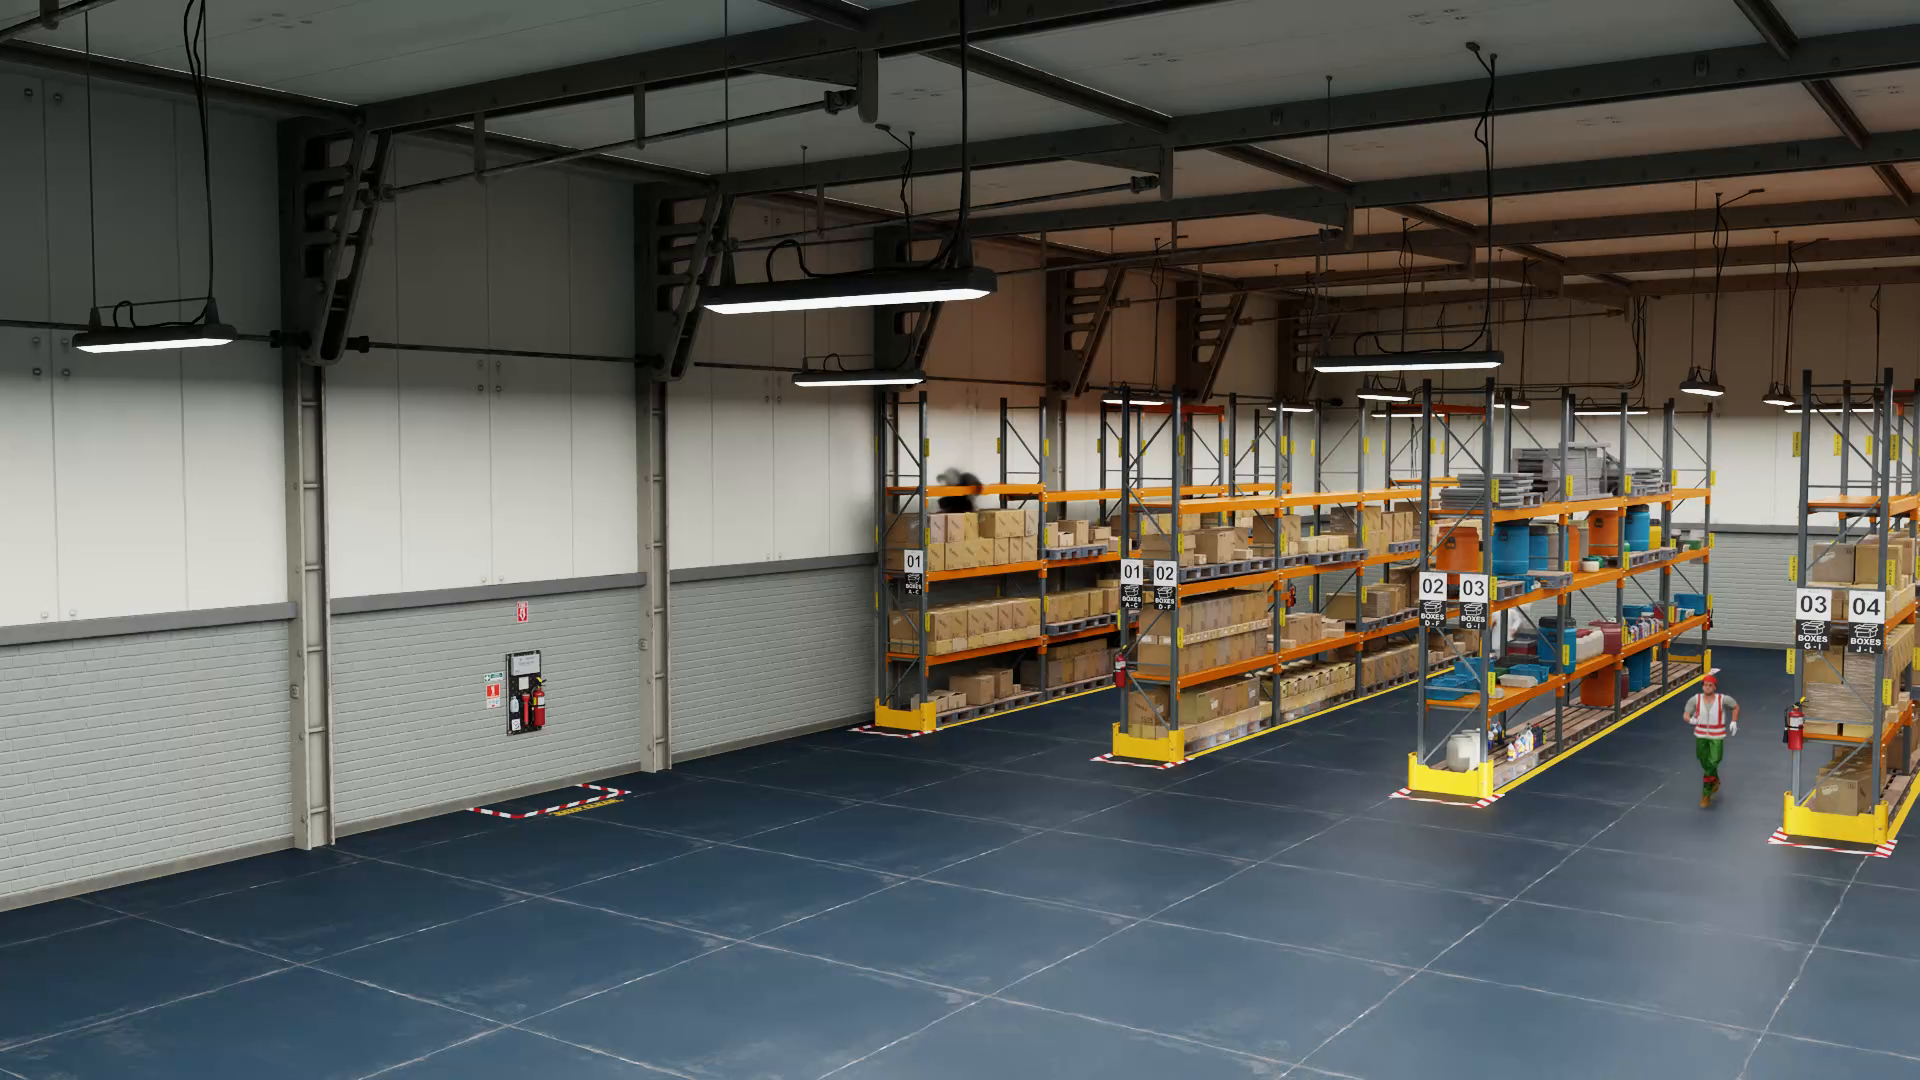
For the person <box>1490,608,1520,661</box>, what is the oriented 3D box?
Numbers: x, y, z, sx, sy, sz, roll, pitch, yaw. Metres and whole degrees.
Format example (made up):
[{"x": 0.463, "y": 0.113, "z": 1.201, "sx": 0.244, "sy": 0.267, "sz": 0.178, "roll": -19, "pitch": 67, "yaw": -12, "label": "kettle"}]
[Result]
[{"x": 11.650, "y": 2.178, "z": 35.752, "sx": 0.685, "sy": 1.740, "sz": 0.777, "roll": 2, "pitch": 4, "yaw": 26, "label": "person"}]

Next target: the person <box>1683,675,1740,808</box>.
[{"x": 10.586, "y": 2.821, "z": 23.468, "sx": 0.689, "sy": 1.849, "sz": 0.912, "roll": 2, "pitch": 4, "yaw": 35, "label": "person"}]
